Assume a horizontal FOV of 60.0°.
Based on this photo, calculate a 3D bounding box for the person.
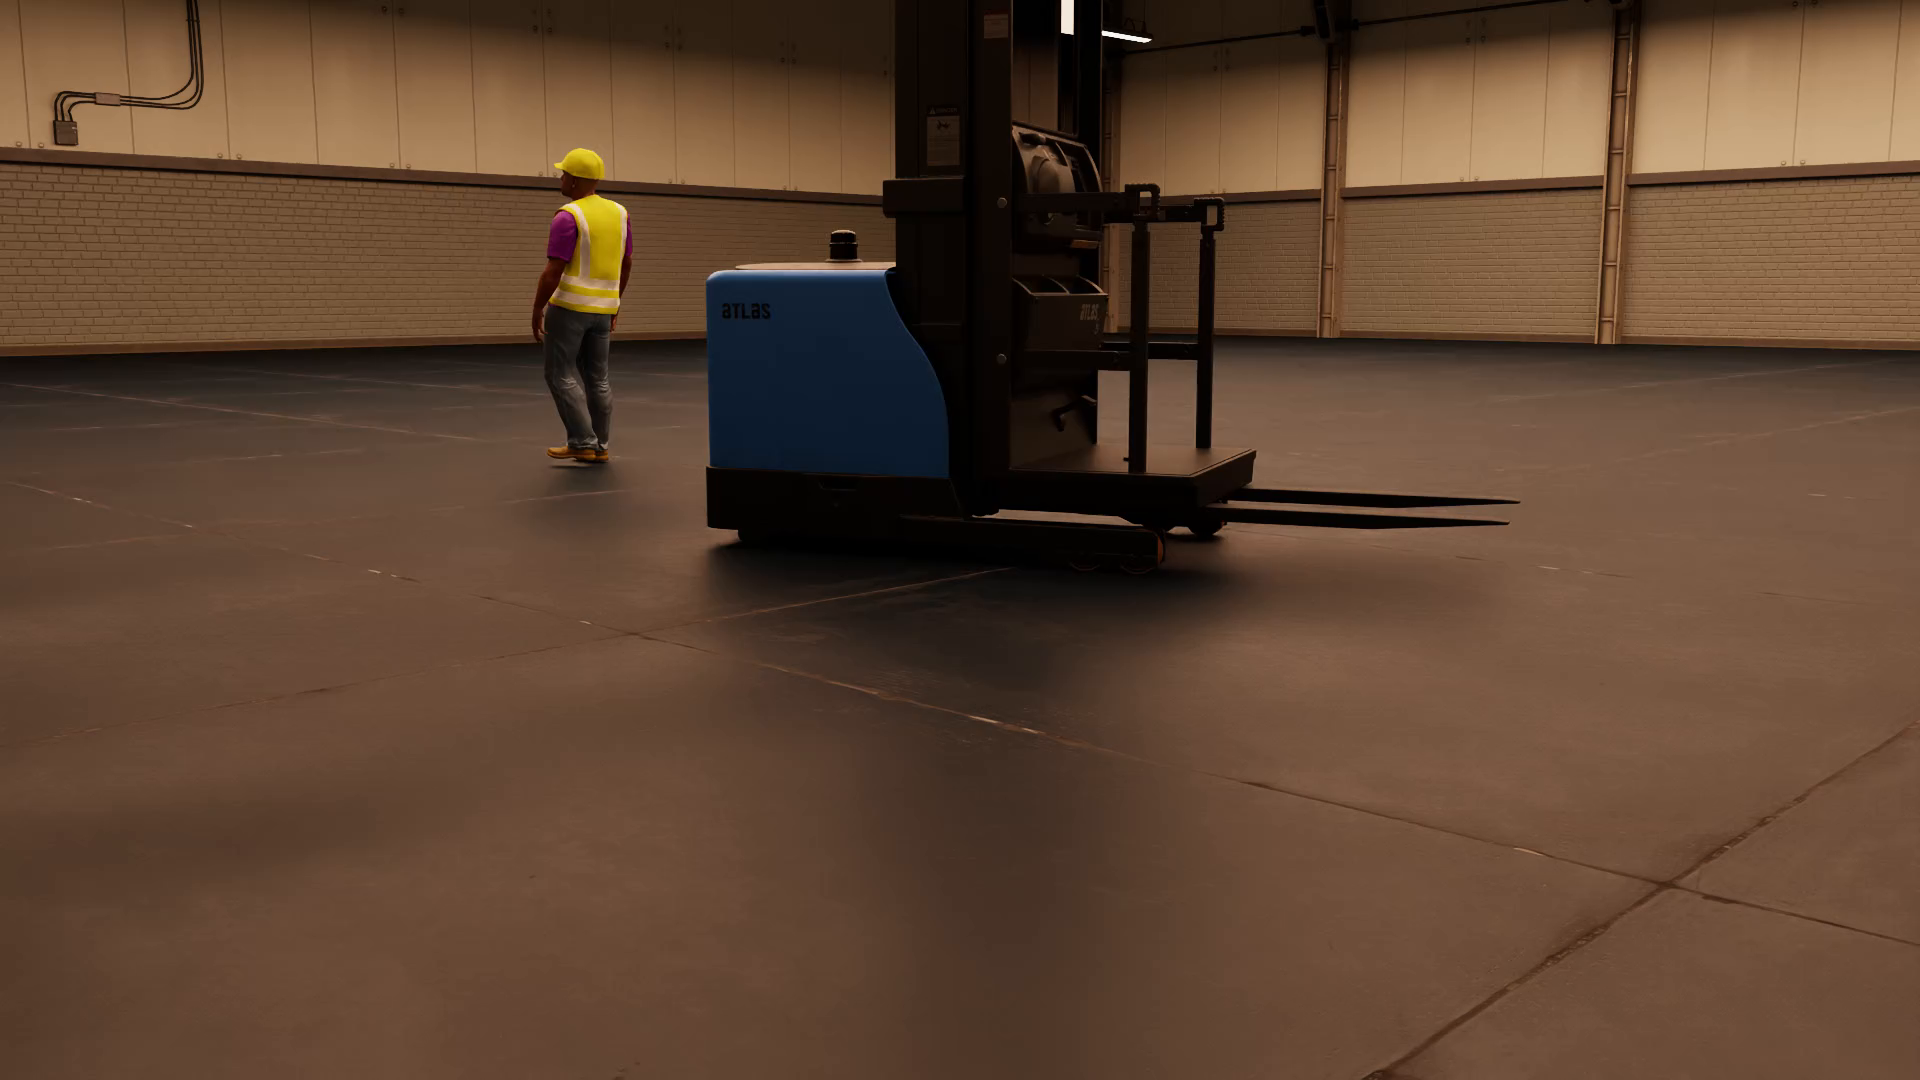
[{"bbox_3d":[-2.188,-1.306,9.413,0.589,1.762,0.665,5,10,31],"label":"person"}]

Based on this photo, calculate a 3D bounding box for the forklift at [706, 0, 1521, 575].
[{"bbox_3d":[0.565,-1.416,6.275,3.031,2.935,1.130,3,9,22],"label":"forklift"}]
